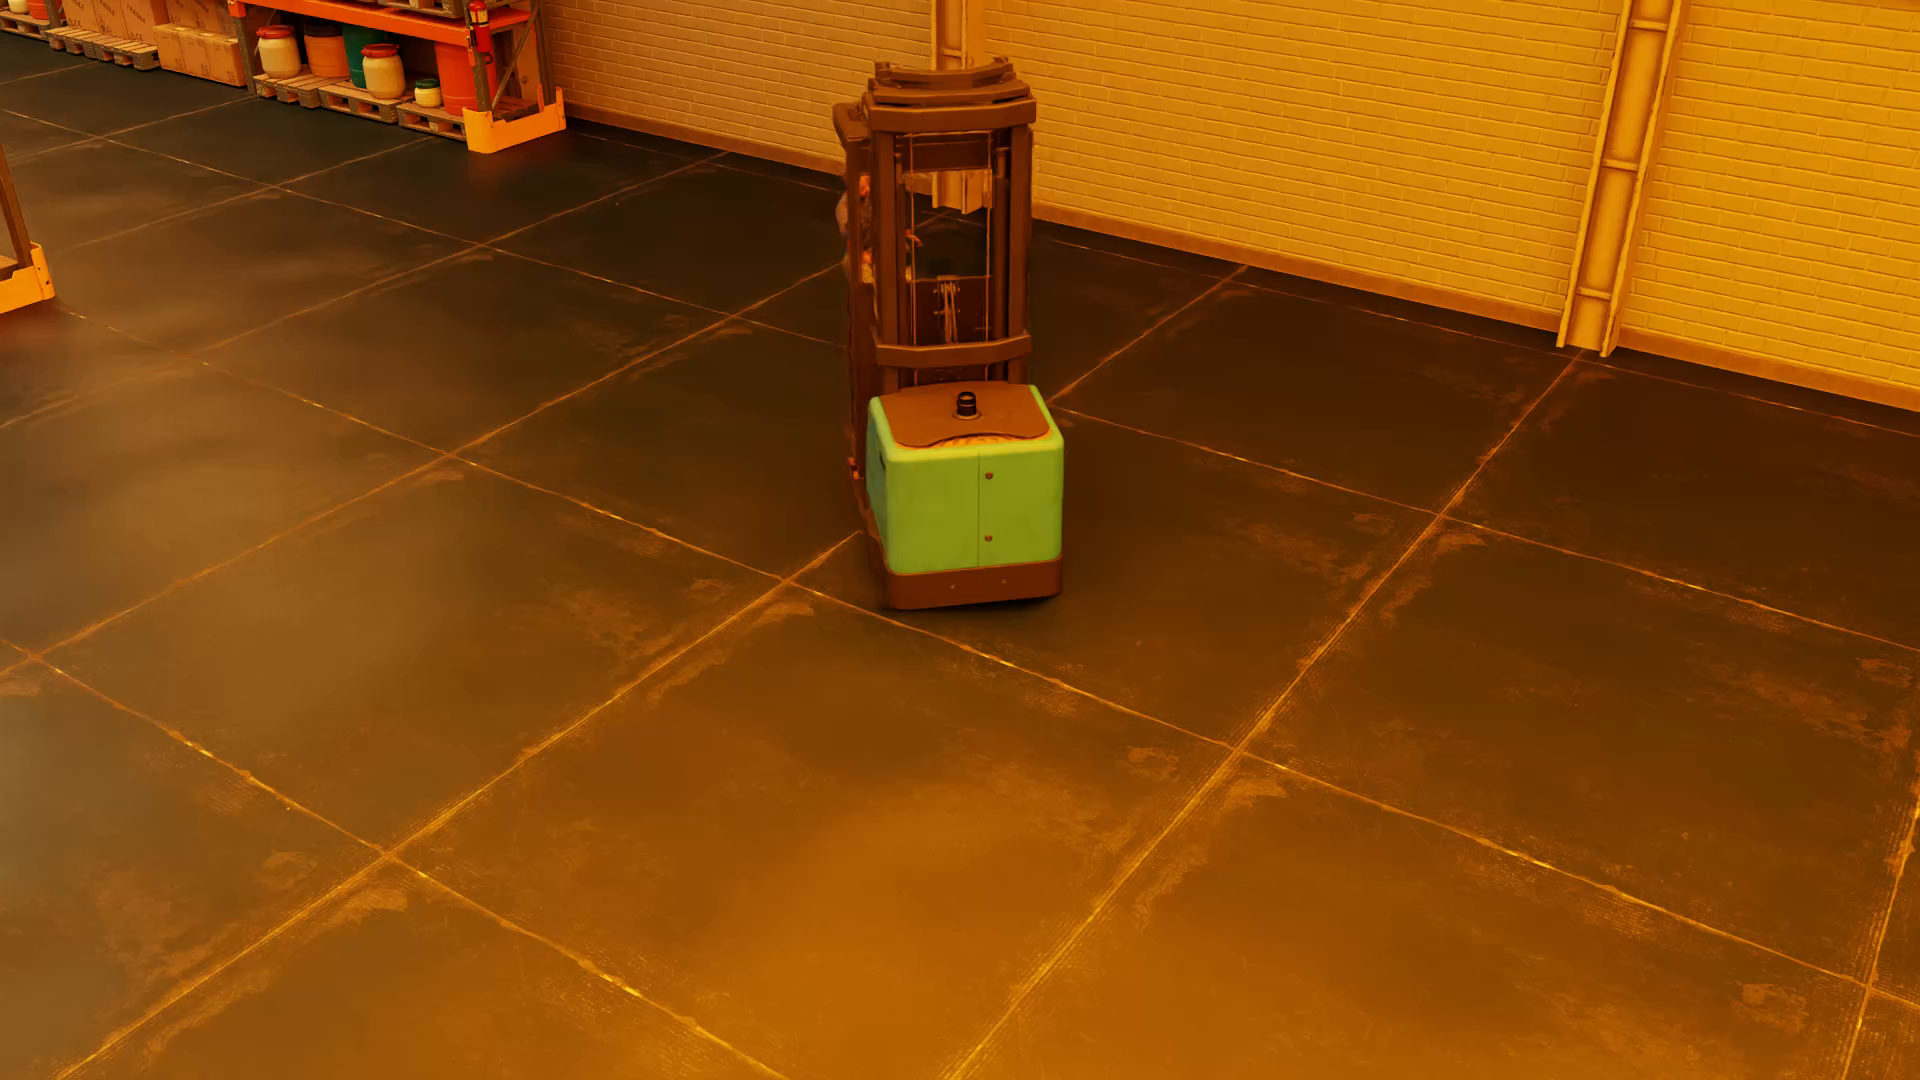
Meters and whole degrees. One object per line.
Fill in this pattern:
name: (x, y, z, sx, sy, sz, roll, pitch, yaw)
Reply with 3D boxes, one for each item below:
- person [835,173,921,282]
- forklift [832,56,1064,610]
person: (-0.612, -2.112, 12.637, 0.640, 1.503, 0.780, 15, 33, 24)
forklift: (-0.165, -1.584, 10.310, 1.130, 2.935, 3.031, -5, 31, -9)
